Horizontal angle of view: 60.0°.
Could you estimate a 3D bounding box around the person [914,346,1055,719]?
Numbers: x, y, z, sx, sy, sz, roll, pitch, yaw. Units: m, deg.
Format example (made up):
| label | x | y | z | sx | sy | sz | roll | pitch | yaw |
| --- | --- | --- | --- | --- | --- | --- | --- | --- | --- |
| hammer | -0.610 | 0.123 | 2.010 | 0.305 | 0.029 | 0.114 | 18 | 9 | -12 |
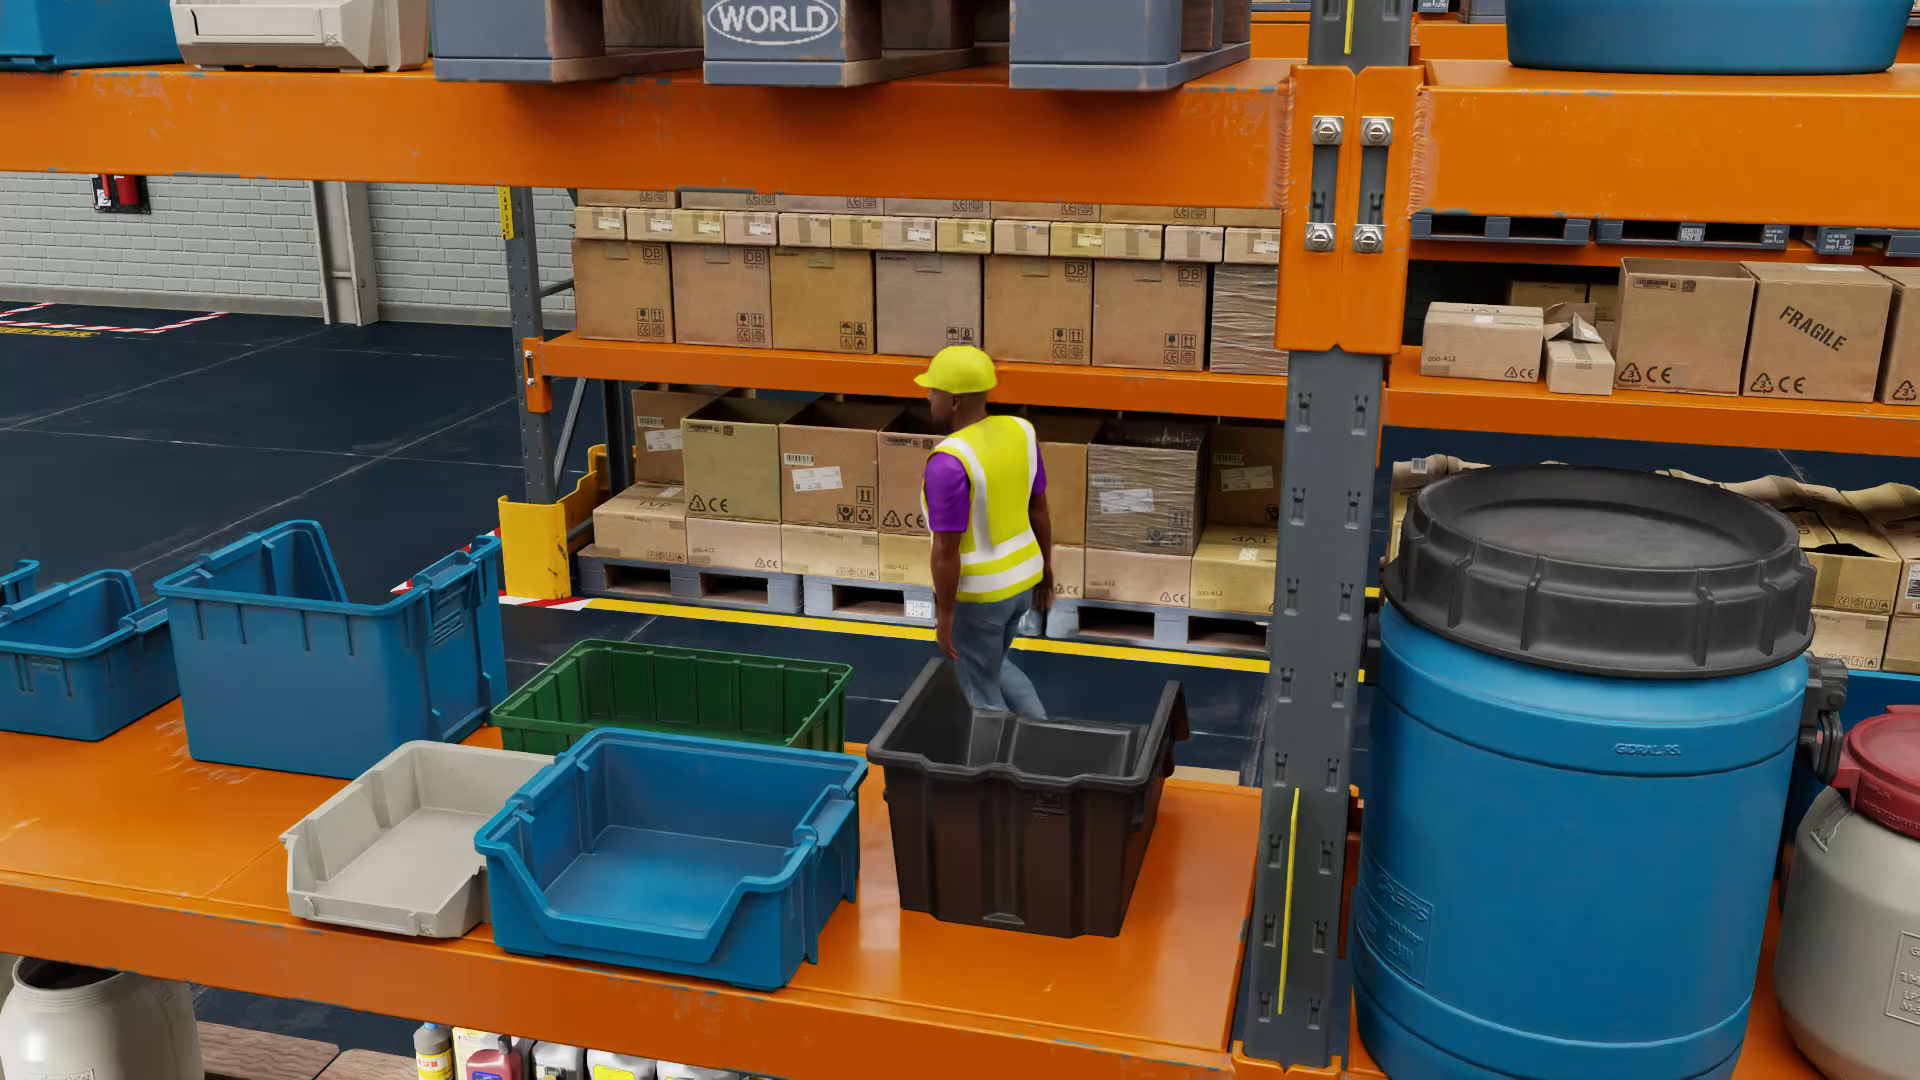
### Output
| label | x | y | z | sx | sy | sz | roll | pitch | yaw |
| --- | --- | --- | --- | --- | --- | --- | --- | --- | --- |
| person | 0.117 | 0.179 | 5.950 | 0.547 | 1.756 | 0.614 | 13 | 22 | 34 |
